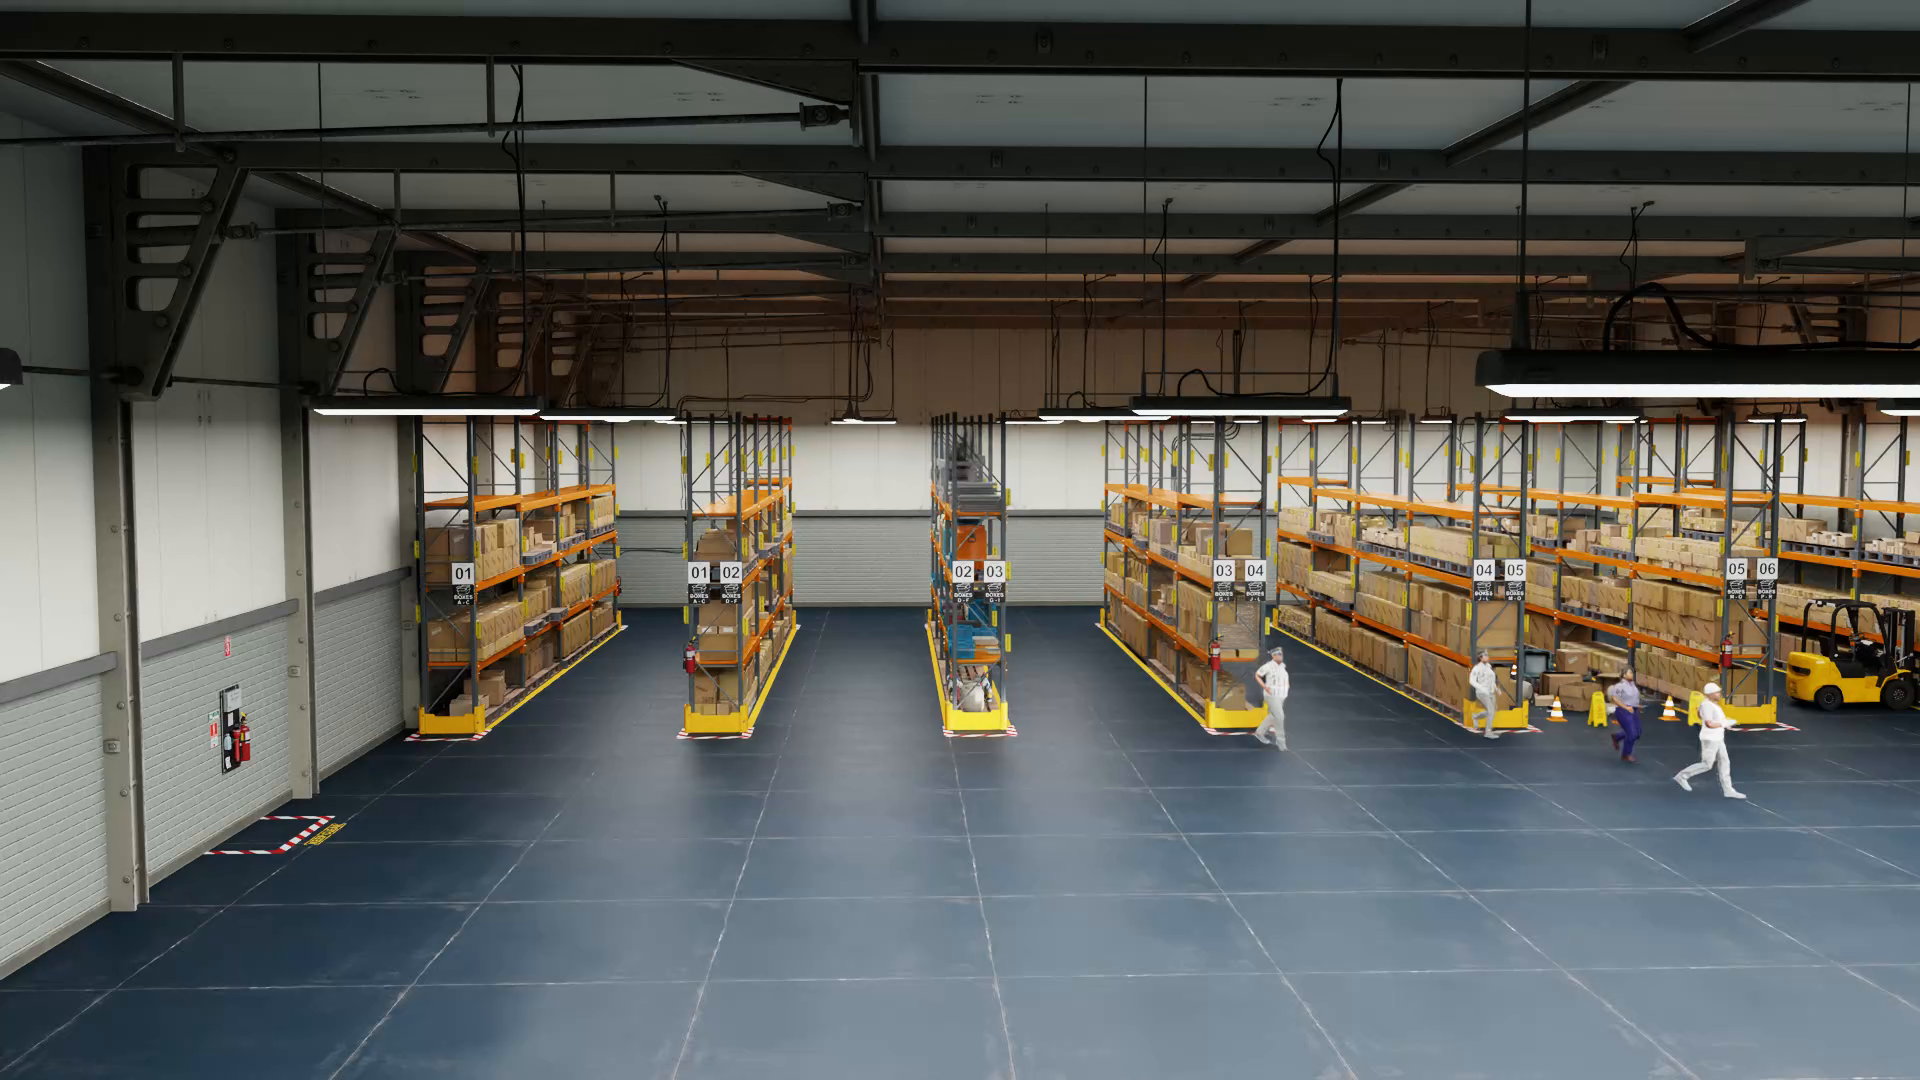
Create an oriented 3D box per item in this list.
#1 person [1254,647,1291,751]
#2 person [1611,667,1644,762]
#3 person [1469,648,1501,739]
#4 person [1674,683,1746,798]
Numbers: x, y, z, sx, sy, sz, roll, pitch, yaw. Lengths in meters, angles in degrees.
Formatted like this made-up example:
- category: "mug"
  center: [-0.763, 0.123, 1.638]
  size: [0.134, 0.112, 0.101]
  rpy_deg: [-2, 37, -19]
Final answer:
- category: "person"
  center: [5.637, 2.824, 29.740]
  size: [0.695, 1.861, 0.801]
  rpy_deg: [-4, 5, -44]
- category: "person"
  center: [11.430, 2.986, 28.631]
  size: [0.608, 1.611, 0.570]
  rpy_deg: [-3, 5, -38]
- category: "person"
  center: [9.676, 2.812, 30.629]
  size: [0.615, 1.638, 0.623]
  rpy_deg: [-3, 5, -36]
- category: "person"
  center: [11.572, 3.069, 25.595]
  size: [1.016, 1.750, 0.700]
  rpy_deg: [3, 5, 34]
